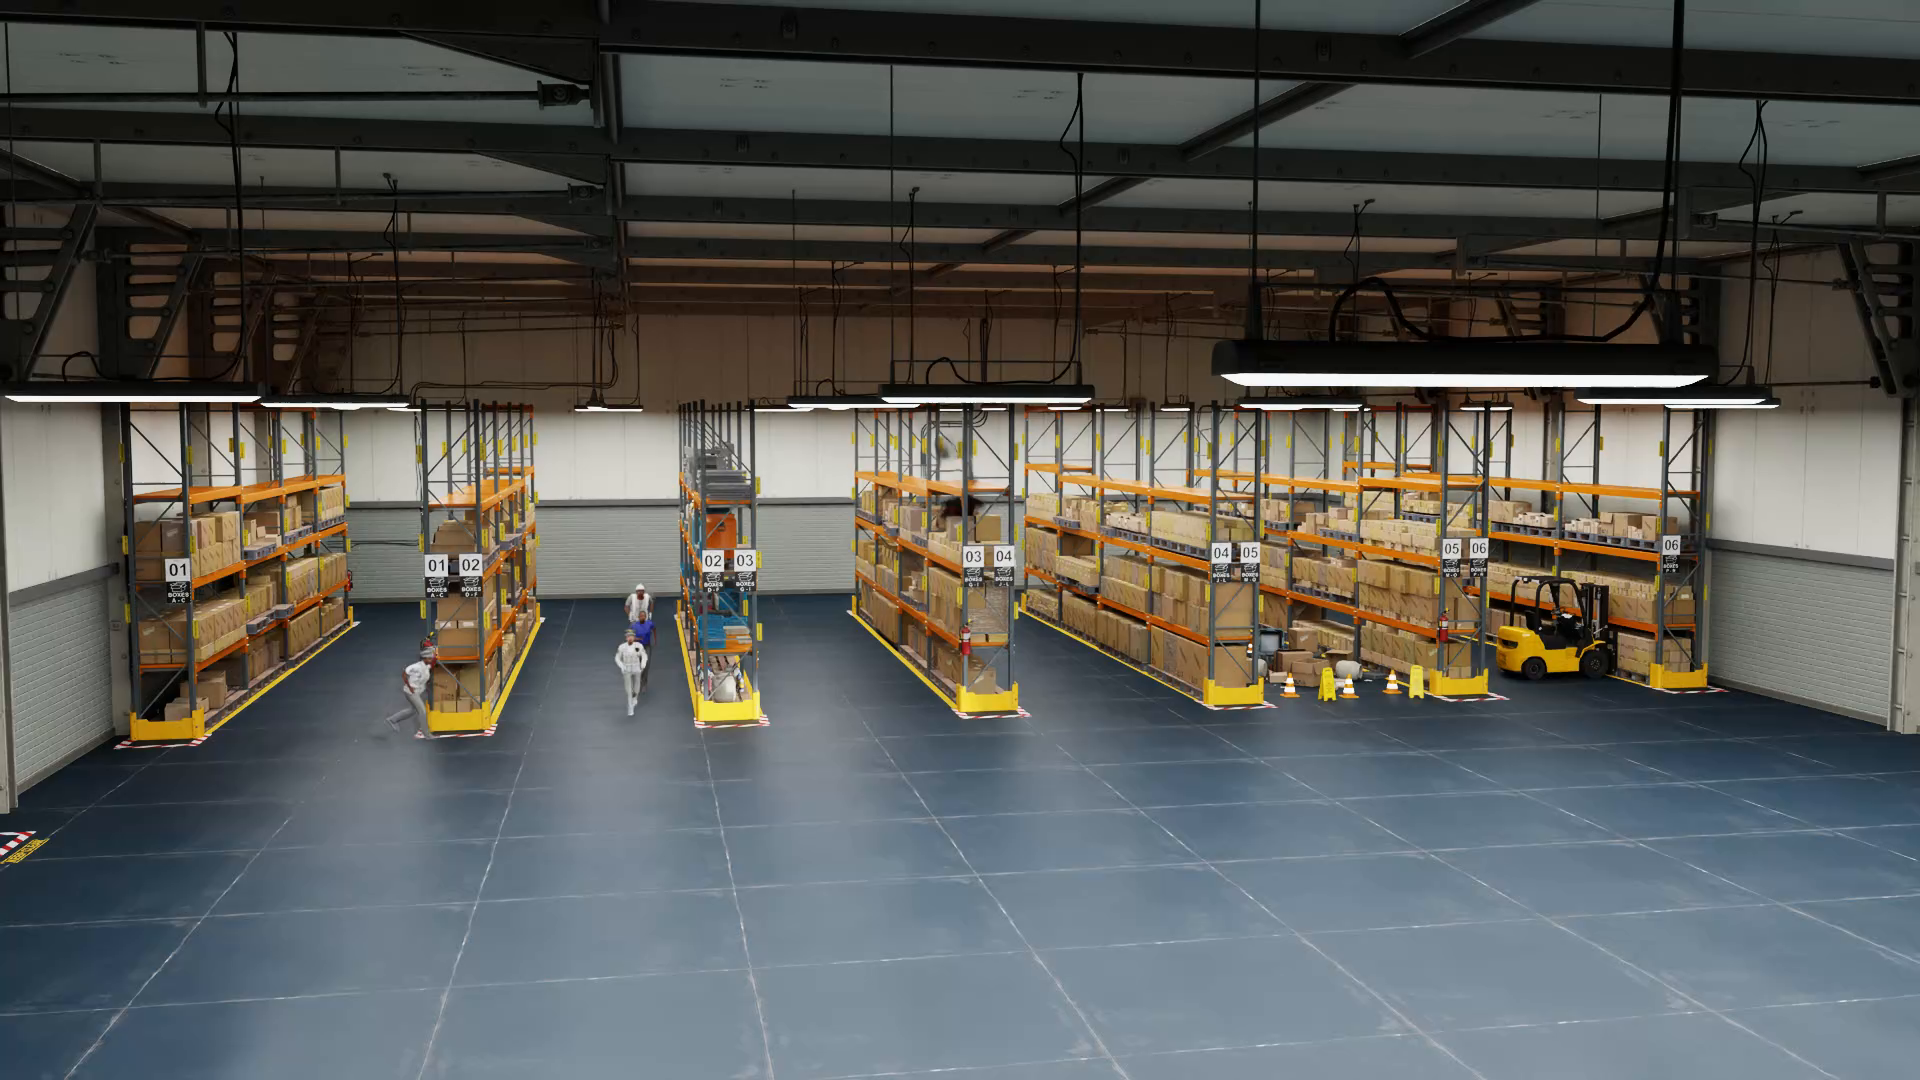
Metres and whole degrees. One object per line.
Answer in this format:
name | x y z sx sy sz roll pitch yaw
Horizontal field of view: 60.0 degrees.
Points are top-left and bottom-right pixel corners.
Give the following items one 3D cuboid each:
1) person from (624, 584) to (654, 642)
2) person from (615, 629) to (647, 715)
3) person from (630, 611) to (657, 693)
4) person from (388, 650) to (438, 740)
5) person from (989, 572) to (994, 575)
person | -7.547 1.906 39.133 0.680 1.768 1.086 -1 4 -12
person | -6.272 2.502 31.737 0.615 1.652 0.573 -1 4 -14
person | -6.601 2.298 34.596 0.599 1.693 0.918 -1 4 -16
person | -9.714 2.735 29.381 0.971 1.628 0.603 1 5 18
person | 0.669 1.238 47.965 0.718 1.731 0.693 1 4 12
